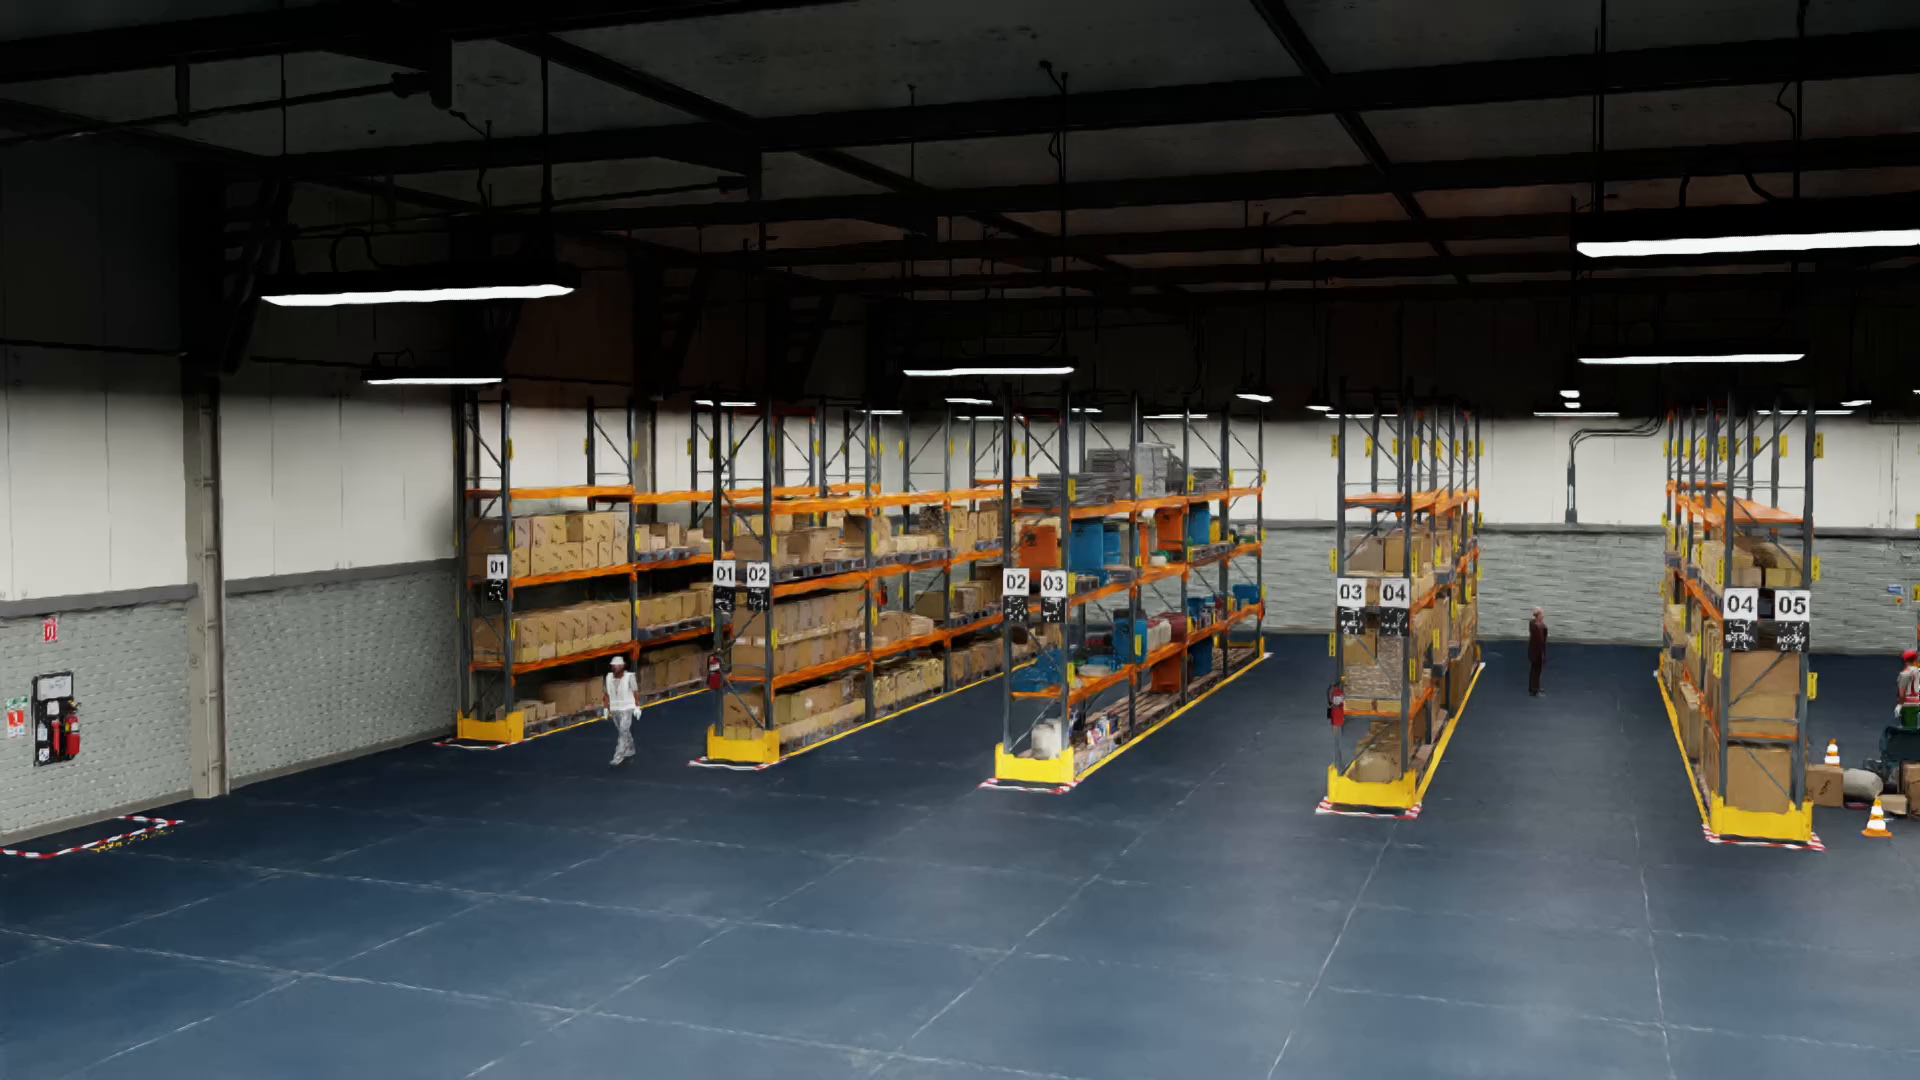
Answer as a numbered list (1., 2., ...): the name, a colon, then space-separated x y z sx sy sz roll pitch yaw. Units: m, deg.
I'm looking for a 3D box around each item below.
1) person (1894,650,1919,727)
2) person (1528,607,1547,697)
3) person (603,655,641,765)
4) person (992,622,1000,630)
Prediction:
1. person: 15.073 2.634 26.484 0.655 1.785 0.577 -3 4 -41
2. person: 11.687 2.242 33.574 0.447 1.782 0.678 0 3 1
3. person: -5.413 2.675 26.410 0.569 1.702 1.114 1 3 18
4. person: 1.196 1.625 45.256 0.688 1.761 0.514 -1 3 -20
